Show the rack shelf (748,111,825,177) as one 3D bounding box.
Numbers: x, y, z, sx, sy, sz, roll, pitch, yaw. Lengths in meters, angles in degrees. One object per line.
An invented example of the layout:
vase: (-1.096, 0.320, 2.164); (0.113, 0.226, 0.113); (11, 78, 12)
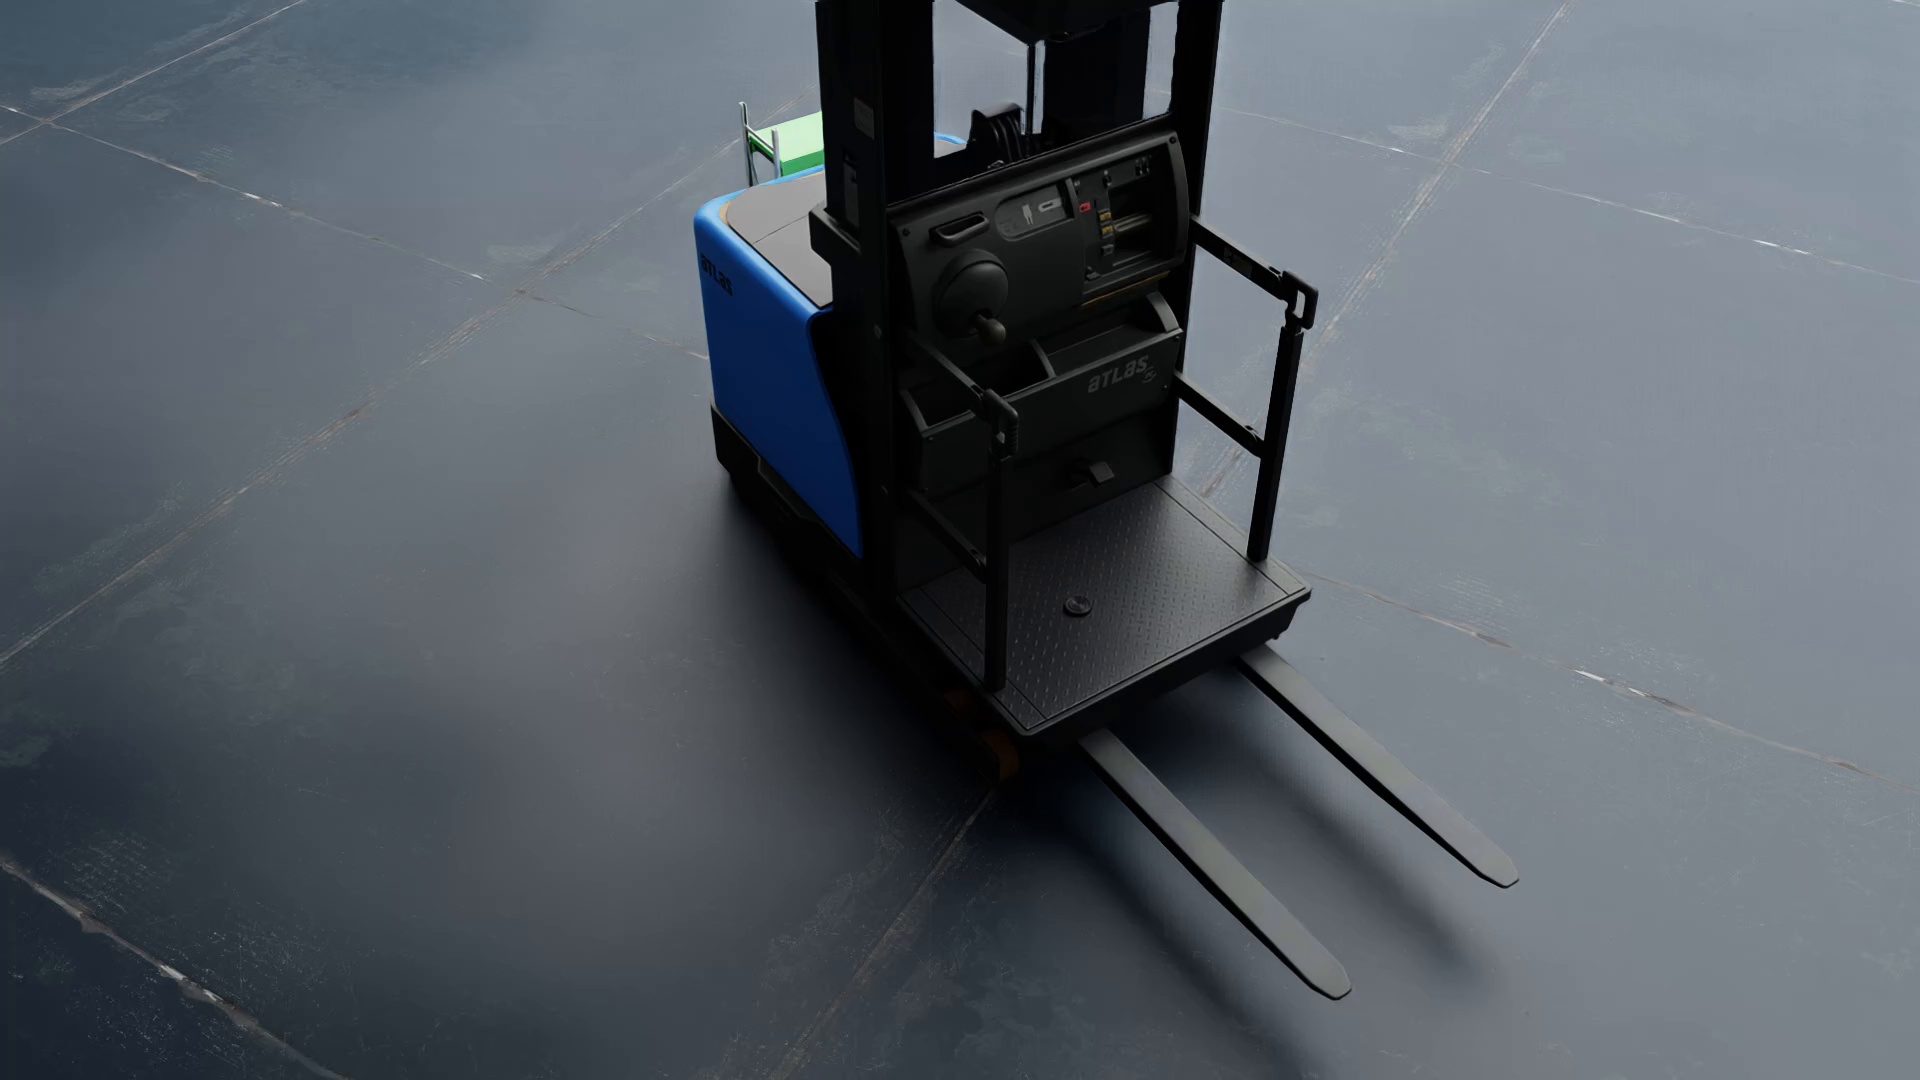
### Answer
rack shelf: (-0.469, -1.363, 5.761); (0.480, 0.148, 0.258); (-24, 47, -25)

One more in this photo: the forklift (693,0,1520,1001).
forklift: (0.361, -0.745, 4.378); (1.130, 2.935, 3.031); (-24, 47, -25)

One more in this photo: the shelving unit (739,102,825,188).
shelving unit: (-0.469, -1.051, 6.035); (0.503, 1.200, 0.258); (-24, 47, -25)

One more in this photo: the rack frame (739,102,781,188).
rack frame: (-0.671, -0.961, 5.933); (0.015, 1.200, 0.240); (-24, 47, -25)
